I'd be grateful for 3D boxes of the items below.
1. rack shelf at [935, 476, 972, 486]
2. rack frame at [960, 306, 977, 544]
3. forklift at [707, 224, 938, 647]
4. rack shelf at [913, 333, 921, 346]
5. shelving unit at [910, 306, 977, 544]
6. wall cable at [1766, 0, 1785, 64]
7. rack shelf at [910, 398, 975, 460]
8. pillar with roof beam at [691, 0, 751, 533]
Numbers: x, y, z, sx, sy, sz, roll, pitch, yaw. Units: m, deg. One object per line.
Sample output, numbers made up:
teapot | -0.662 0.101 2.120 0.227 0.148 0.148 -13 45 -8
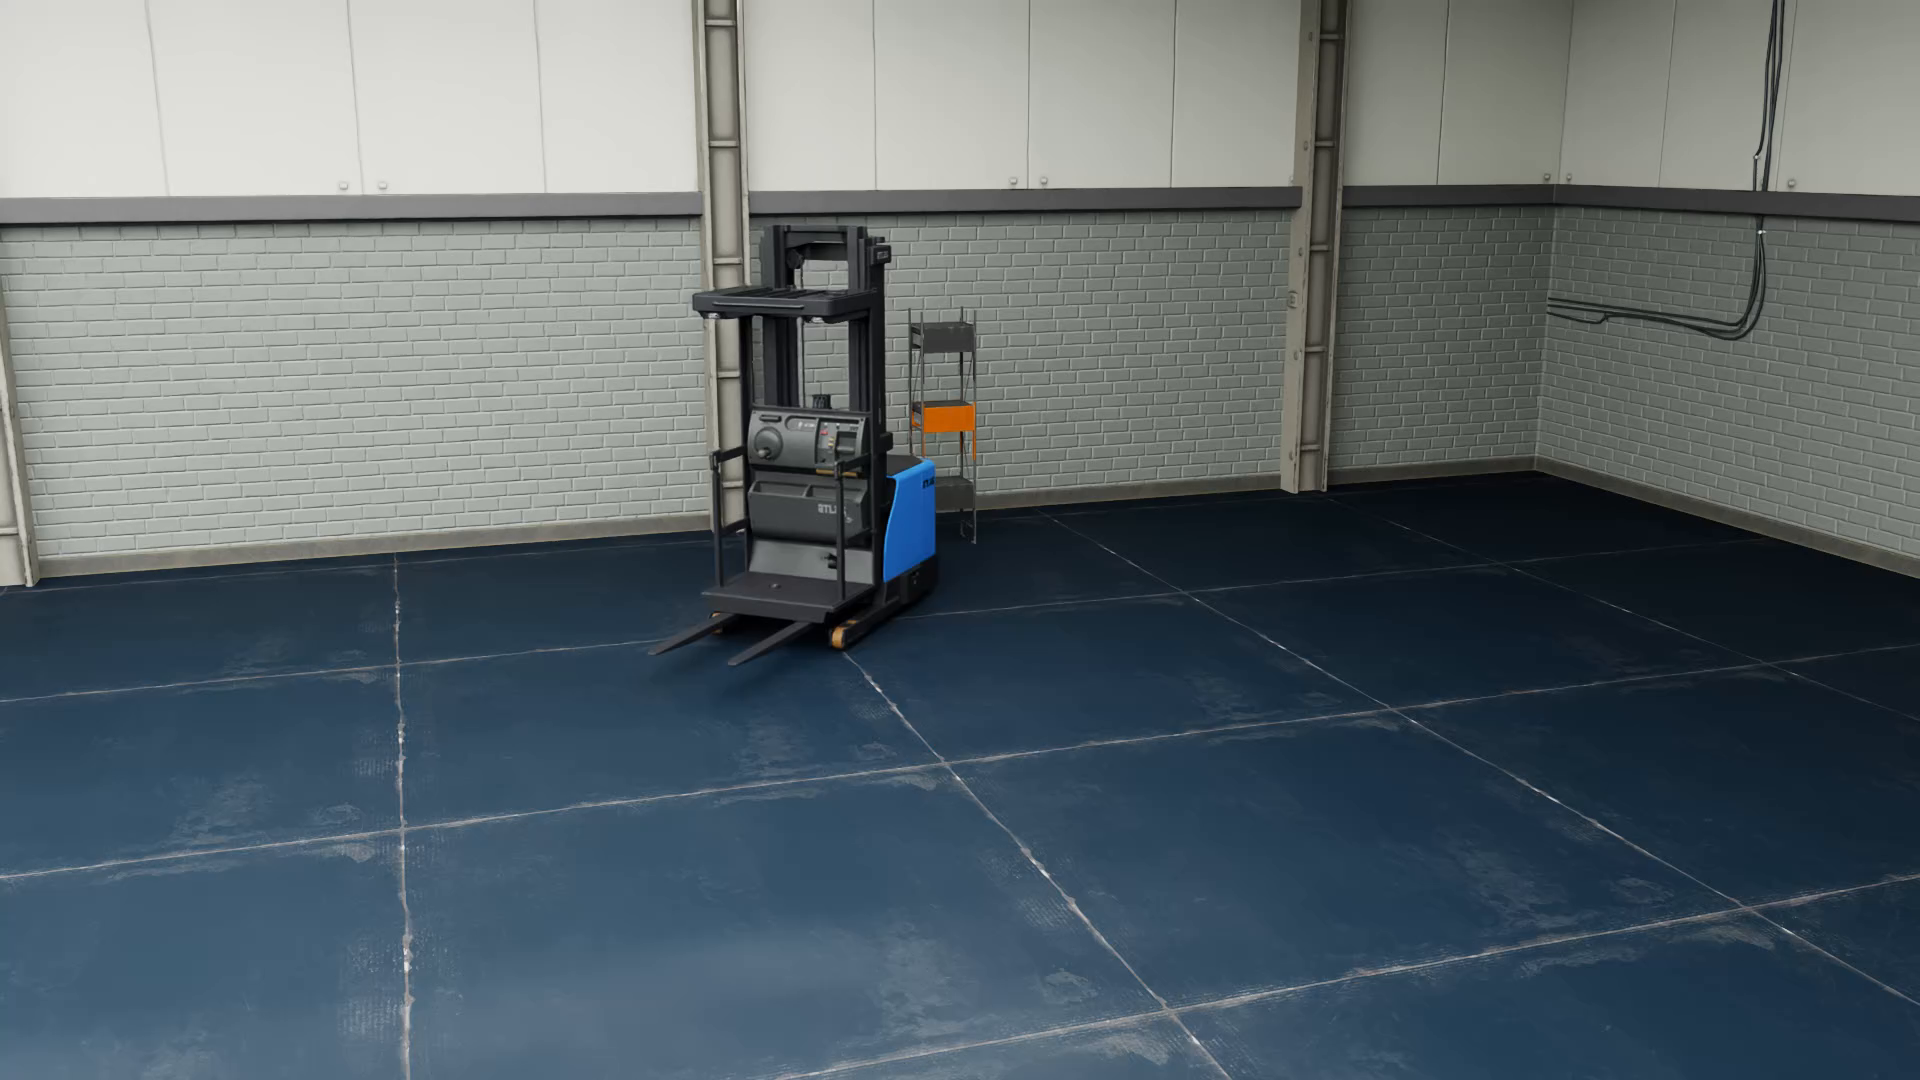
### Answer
rack shelf | -0.157 -0.448 14.982 0.457 0.174 0.368 -4 14 -18
rack frame | 0.074 -1.027 14.924 0.015 2.100 0.400 -4 14 -18
forklift | -1.202 -0.753 11.974 1.130 2.935 3.031 5 14 21
rack shelf | -0.157 -1.774 14.666 0.442 0.100 0.332 -4 14 -18
shelving unit | -0.151 -1.010 14.850 0.492 2.100 0.431 -4 14 -18
wall cable | 7.658 -5.187 13.300 0.112 2.526 3.097 -4 14 -18
rack shelf | -0.157 -0.996 14.852 0.480 0.518 0.431 -4 14 -18
pillar with roof beam | -0.732 -3.520 10.493 0.400 9.000 9.100 -4 14 -18
